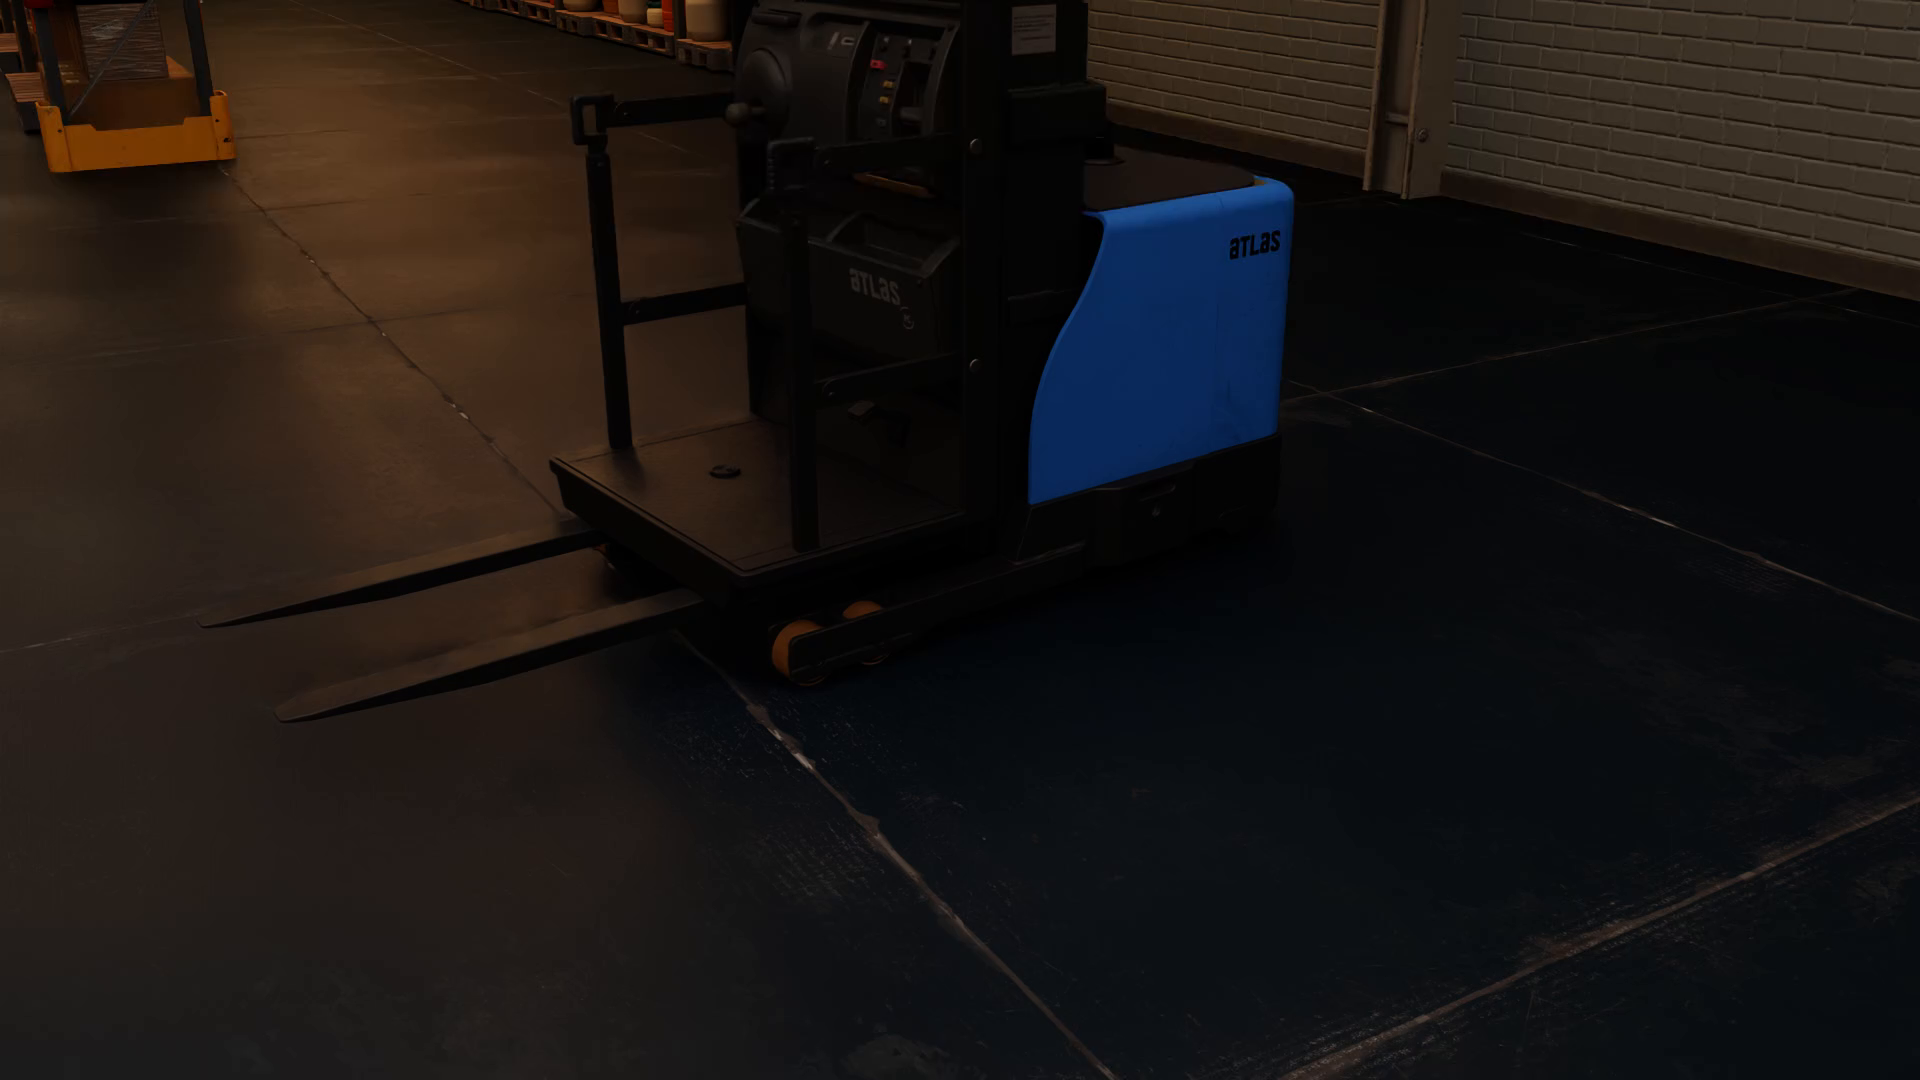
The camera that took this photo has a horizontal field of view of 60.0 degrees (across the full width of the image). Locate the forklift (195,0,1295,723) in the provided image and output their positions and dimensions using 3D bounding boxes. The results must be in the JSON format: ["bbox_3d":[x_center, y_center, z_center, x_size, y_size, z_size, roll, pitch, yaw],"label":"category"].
[{"bbox_3d":[-0.478,-1.210,4.223,3.031,2.935,1.130,-16,27,-35],"label":"forklift"}]
